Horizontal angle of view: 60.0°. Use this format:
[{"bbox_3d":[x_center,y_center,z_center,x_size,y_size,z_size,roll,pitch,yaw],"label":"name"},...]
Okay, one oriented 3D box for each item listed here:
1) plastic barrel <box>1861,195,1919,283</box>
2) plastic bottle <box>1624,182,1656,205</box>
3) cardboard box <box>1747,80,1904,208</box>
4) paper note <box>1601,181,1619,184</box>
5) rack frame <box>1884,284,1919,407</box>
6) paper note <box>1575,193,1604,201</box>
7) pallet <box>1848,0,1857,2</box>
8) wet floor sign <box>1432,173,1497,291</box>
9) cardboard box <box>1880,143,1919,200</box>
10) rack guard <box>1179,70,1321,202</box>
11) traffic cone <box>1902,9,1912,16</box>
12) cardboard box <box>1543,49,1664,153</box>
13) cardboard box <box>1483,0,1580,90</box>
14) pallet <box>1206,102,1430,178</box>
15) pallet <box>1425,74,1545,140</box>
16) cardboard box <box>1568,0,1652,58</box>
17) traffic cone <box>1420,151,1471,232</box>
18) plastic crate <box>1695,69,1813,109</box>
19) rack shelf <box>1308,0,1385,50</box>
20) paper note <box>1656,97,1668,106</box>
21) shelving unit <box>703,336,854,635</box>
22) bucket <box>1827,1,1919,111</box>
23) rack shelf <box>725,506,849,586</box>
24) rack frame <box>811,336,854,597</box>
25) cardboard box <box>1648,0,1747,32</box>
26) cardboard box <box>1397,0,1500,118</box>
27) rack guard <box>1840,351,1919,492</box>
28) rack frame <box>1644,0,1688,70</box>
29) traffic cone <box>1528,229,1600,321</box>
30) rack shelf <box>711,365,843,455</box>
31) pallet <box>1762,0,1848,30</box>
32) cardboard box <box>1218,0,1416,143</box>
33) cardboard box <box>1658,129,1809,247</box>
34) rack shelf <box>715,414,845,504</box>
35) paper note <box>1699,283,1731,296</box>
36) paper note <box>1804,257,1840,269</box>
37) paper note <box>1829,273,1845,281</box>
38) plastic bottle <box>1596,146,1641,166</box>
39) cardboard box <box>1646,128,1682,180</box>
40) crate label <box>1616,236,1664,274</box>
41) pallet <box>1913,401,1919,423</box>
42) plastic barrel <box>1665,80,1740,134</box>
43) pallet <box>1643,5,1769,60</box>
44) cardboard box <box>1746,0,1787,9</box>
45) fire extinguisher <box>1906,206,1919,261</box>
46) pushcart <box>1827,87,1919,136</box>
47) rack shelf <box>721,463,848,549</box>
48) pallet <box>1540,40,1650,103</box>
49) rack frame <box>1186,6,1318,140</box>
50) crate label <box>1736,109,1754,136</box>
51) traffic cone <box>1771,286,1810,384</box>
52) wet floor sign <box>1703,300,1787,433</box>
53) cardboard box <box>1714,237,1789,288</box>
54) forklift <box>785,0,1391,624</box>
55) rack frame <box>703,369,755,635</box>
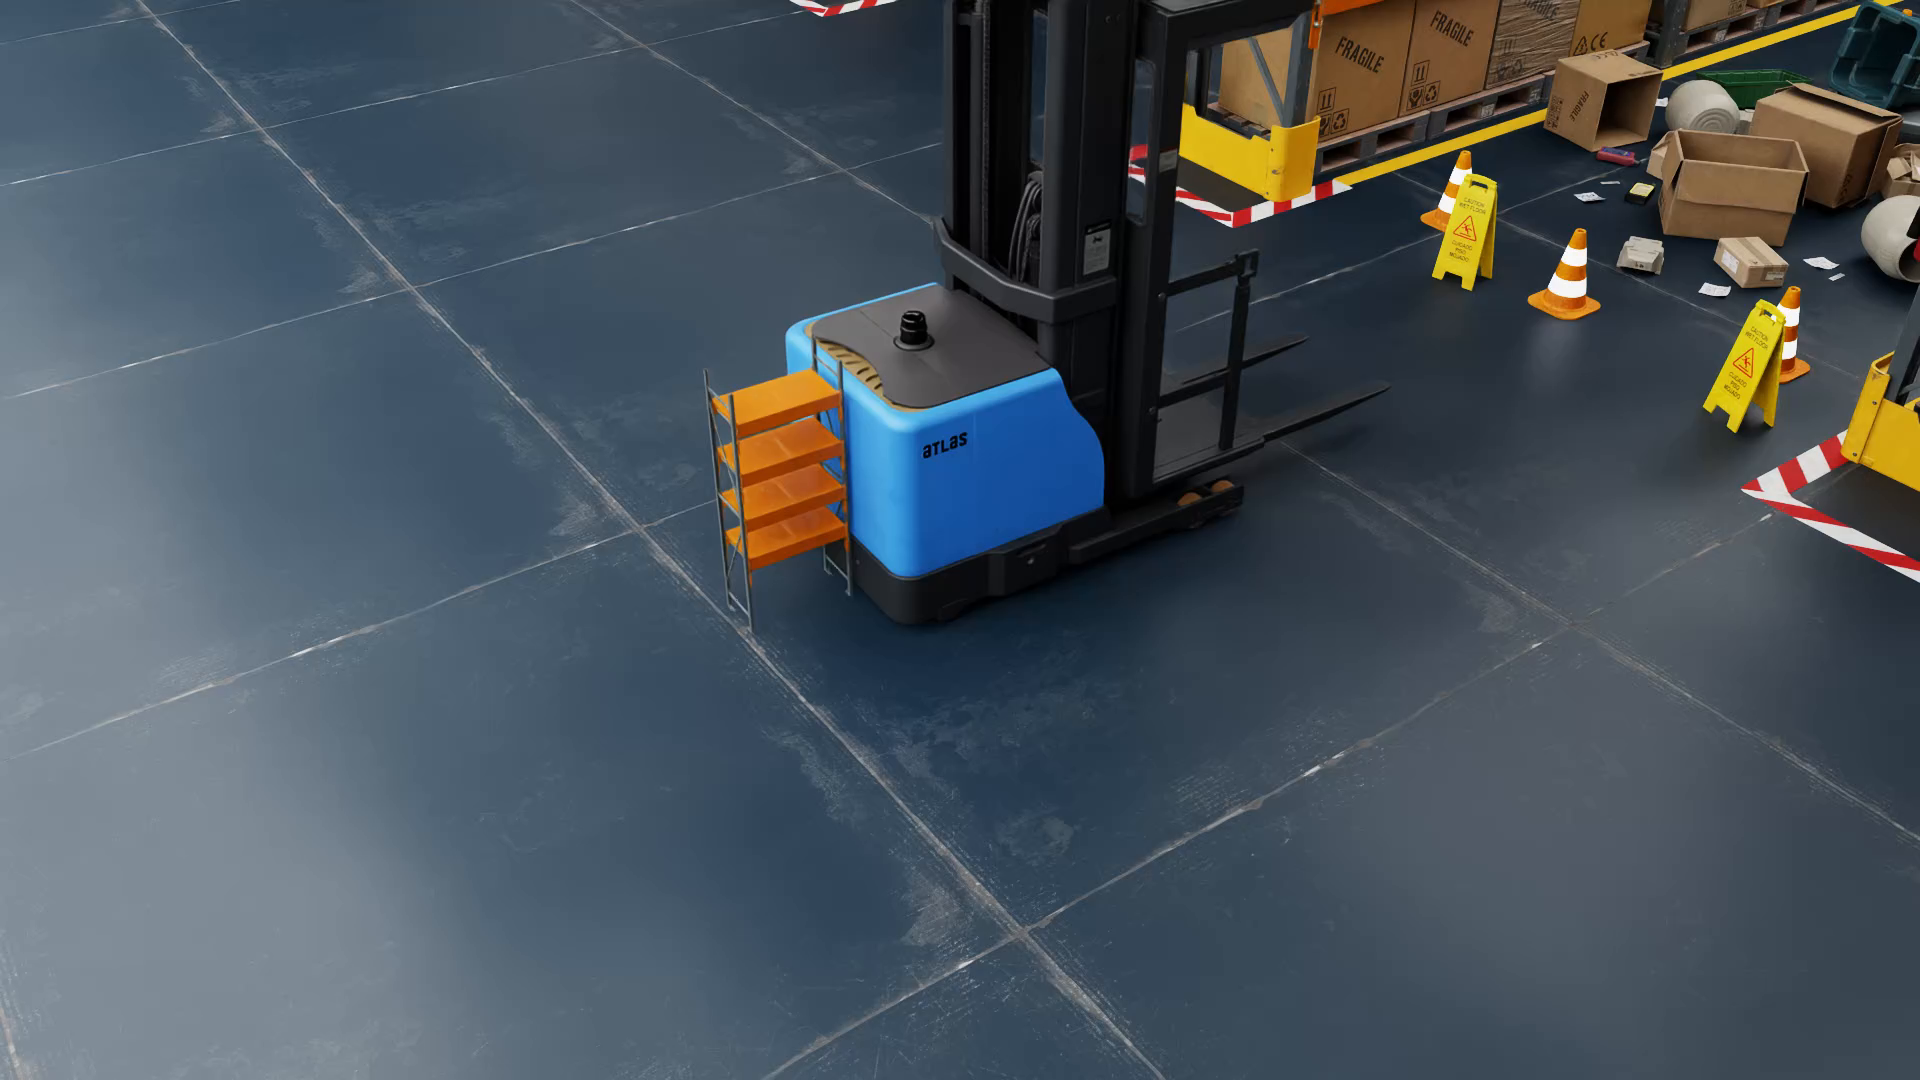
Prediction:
[{"bbox_3d":[5.630,-1.782,9.865,0.421,0.421,0.512,3,36,4],"label":"plastic barrel"},{"bbox_3d":[4.451,-2.275,10.860,0.133,0.061,0.283,22,41,28],"label":"plastic bottle"},{"bbox_3d":[5.550,-2.570,10.776,0.503,0.637,0.797,-22,41,-28],"label":"cardboard box"},{"bbox_3d":[4.317,-2.372,11.039,0.123,0.001,0.032,-3,36,-4],"label":"paper note"},{"bbox_3d":[4.813,-1.411,7.142,0.127,3.000,1.000,-22,41,-28],"label":"rack frame"},{"bbox_3d":[4.105,-2.236,10.835,0.142,0.017,0.144,-9,37,-12],"label":"paper note"},{"bbox_3d":[7.730,-5.069,14.617,1.213,0.211,1.003,-22,41,-28],"label":"pallet"},{"bbox_3d":[2.996,-1.829,9.740,0.267,0.644,0.232,30,45,35],"label":"wet floor sign"},{"bbox_3d":[6.181,-2.397,10.855,0.258,0.266,0.396,9,37,12],"label":"cardboard box"},{"bbox_3d":[1.860,-2.716,11.099,0.348,0.500,1.175,-22,41,-28],"label":"rack guard"},{"bbox_3d":[7.115,-3.785,12.617,0.334,0.463,0.336,-22,41,-28],"label":"traffic cone"},{"bbox_3d":[4.471,-3.059,11.573,0.500,0.500,0.500,-15,38,-20],"label":"cardboard box"},{"bbox_3d":[3.860,-3.909,12.077,0.875,0.875,0.875,-22,41,-28],"label":"cardboard box"},{"bbox_3d":[2.488,-2.913,11.620,1.213,0.211,1.003,-22,41,-28],"label":"pallet"},{"bbox_3d":[3.484,-3.321,12.187,1.213,0.211,1.003,-22,41,-28],"label":"pallet"},{"bbox_3d":[4.594,-4.214,12.501,0.875,0.875,0.875,-22,41,-27],"label":"cardboard box"},{"bbox_3d":[3.131,-2.210,10.427,0.334,0.463,0.336,-22,41,-28],"label":"traffic cone"},{"bbox_3d":[5.761,-3.283,12.104,0.662,0.188,0.450,-3,26,-4],"label":"plastic crate"},{"bbox_3d":[3.514,-4.120,11.525,4.000,0.370,1.077,-22,41,-28],"label":"rack shelf"},{"bbox_3d":[5.121,-3.221,12.202,0.147,0.020,0.142,9,37,12],"label":"paper note"},{"bbox_3d":[-0.750,-0.215,7.021,0.503,1.200,0.258,-21,41,-26],"label":"shelving unit"},{"bbox_3d":[6.366,-3.227,11.169,0.620,0.611,0.726,-1,34,-18],"label":"bucket"},{"bbox_3d":[-0.750,0.001,7.177,0.480,0.148,0.258,-21,41,-26],"label":"rack shelf"},{"bbox_3d":[-0.545,-0.292,7.129,0.015,1.200,0.240,-21,41,-26],"label":"rack frame"},{"bbox_3d":[5.604,-4.594,13.135,0.750,0.750,1.050,-23,41,-28],"label":"cardboard box"},{"bbox_3d":[3.113,-3.604,11.652,0.875,0.875,0.875,-23,42,-29],"label":"cardboard box"},{"bbox_3d":[4.875,-0.421,7.908,0.348,0.500,1.175,-22,41,-28],"label":"rack guard"},{"bbox_3d":[5.149,-5.085,12.251,0.127,3.000,1.000,-22,41,-28],"label":"rack frame"},{"bbox_3d":[3.504,-1.557,9.518,0.334,0.463,0.336,-22,41,-28],"label":"traffic cone"},{"bbox_3d":[-0.750,-0.534,6.792,0.480,0.148,0.258,-21,41,-26],"label":"rack shelf"},{"bbox_3d":[6.734,-4.661,14.050,1.213,0.211,1.003,-22,41,-28],"label":"pallet"},{"bbox_3d":[2.395,-3.307,11.239,0.875,0.875,0.875,-22,41,-28],"label":"cardboard box"},{"bbox_3d":[4.791,-2.196,10.373,0.797,0.503,0.637,9,37,12],"label":"cardboard box"},{"bbox_3d":[-0.750,-0.342,6.930,0.480,0.148,0.258,-21,41,-26],"label":"rack shelf"},{"bbox_3d":[4.439,-1.473,9.772,0.148,0.019,0.142,22,41,28],"label":"paper note"},{"bbox_3d":[5.220,-1.683,10.073,0.142,0.019,0.148,-9,37,-12],"label":"paper note"},{"bbox_3d":[5.235,-1.571,9.925,0.123,0.001,0.032,-22,41,-28],"label":"paper note"},{"bbox_3d":[4.497,-2.607,11.322,0.283,0.061,0.133,22,41,28],"label":"plastic bottle"},{"bbox_3d":[4.805,-2.518,11.023,0.258,0.266,0.396,-15,38,-20],"label":"cardboard box"},{"bbox_3d":[4.111,-1.718,10.022,0.250,0.136,0.298,15,38,20],"label":"crate label"},{"bbox_3d":[5.560,-0.561,8.349,1.213,0.211,1.003,-22,41,-28],"label":"pallet"},{"bbox_3d":[5.105,-2.925,11.454,0.421,0.421,0.512,3,36,4],"label":"plastic barrel"},{"bbox_3d":[5.736,-4.248,13.476,1.213,0.211,1.003,-22,41,-28],"label":"pallet"},{"bbox_3d":[6.395,-4.916,13.584,0.750,0.750,1.050,-22,41,-28],"label":"cardboard box"},{"bbox_3d":[4.454,-1.561,7.417,0.183,0.674,0.296,-22,41,-28],"label":"fire extinguisher"},{"bbox_3d":[6.729,-2.763,11.268,1.648,0.377,0.936,22,41,28],"label":"pushcart"},{"bbox_3d":[-0.750,-0.160,7.061,0.480,0.148,0.258,-21,41,-26],"label":"rack shelf"},{"bbox_3d":[4.482,-3.734,12.761,1.213,0.211,1.003,-22,41,-28],"label":"pallet"},{"bbox_3d":[1.879,-3.739,10.380,0.127,3.000,1.000,-22,41,-28],"label":"rack frame"},{"bbox_3d":[5.525,-2.933,11.711,0.298,0.136,0.250,9,37,12],"label":"crate label"},{"bbox_3d":[4.422,-1.141,8.940,0.334,0.463,0.336,-22,41,-28],"label":"traffic cone"},{"bbox_3d":[4.042,-0.902,8.451,0.232,0.644,0.267,-9,37,-12],"label":"wet floor sign"},{"bbox_3d":[4.720,-1.658,9.928,0.250,0.149,0.380,-3,36,-4],"label":"cardboard box"},{"bbox_3d":[0.744,-1.483,7.302,3.031,2.935,1.130,-21,41,-26],"label":"forklift"},{"bbox_3d":[-0.955,-0.138,6.914,0.015,1.200,0.240,-21,41,-26],"label":"rack frame"}]
